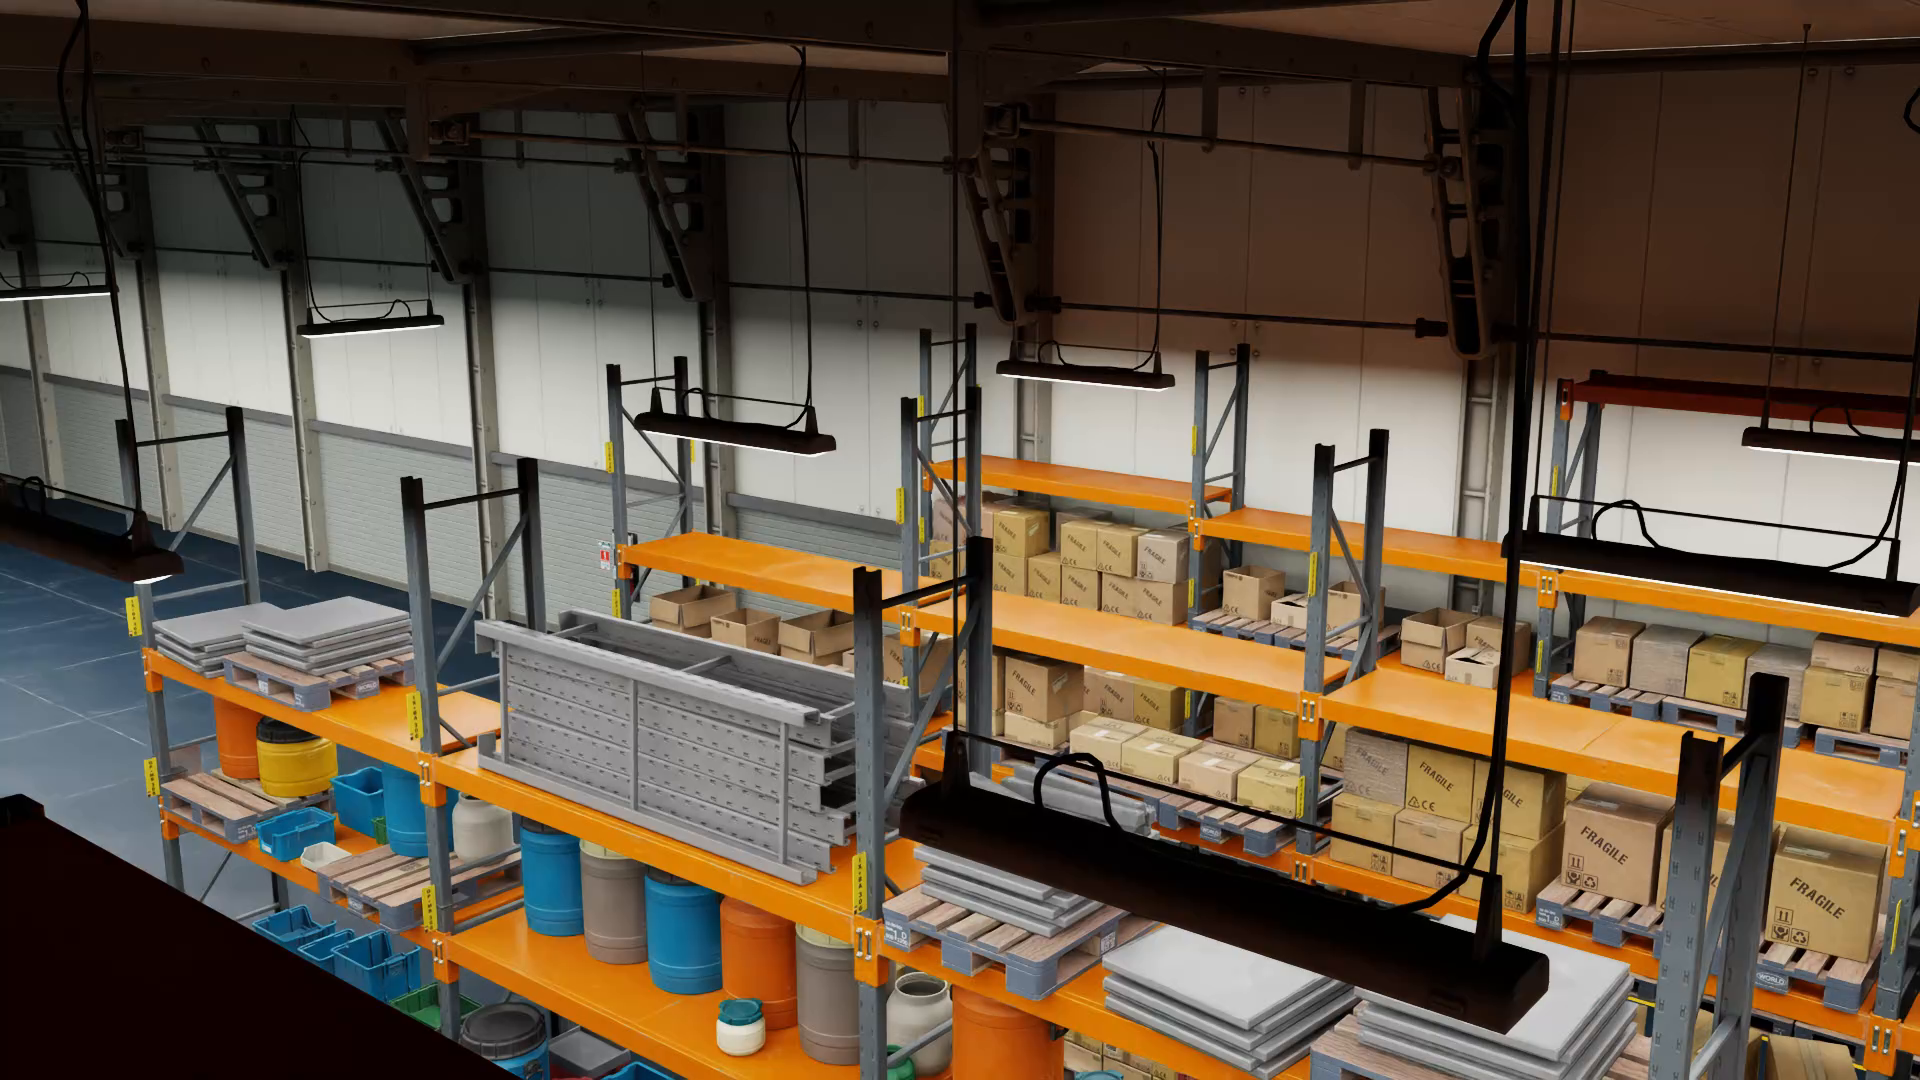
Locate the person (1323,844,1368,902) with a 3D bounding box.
[{"bbox_3d":[3.935,3.447,17.069,1.084,1.720,0.584,9,16,35],"label":"person"}]
